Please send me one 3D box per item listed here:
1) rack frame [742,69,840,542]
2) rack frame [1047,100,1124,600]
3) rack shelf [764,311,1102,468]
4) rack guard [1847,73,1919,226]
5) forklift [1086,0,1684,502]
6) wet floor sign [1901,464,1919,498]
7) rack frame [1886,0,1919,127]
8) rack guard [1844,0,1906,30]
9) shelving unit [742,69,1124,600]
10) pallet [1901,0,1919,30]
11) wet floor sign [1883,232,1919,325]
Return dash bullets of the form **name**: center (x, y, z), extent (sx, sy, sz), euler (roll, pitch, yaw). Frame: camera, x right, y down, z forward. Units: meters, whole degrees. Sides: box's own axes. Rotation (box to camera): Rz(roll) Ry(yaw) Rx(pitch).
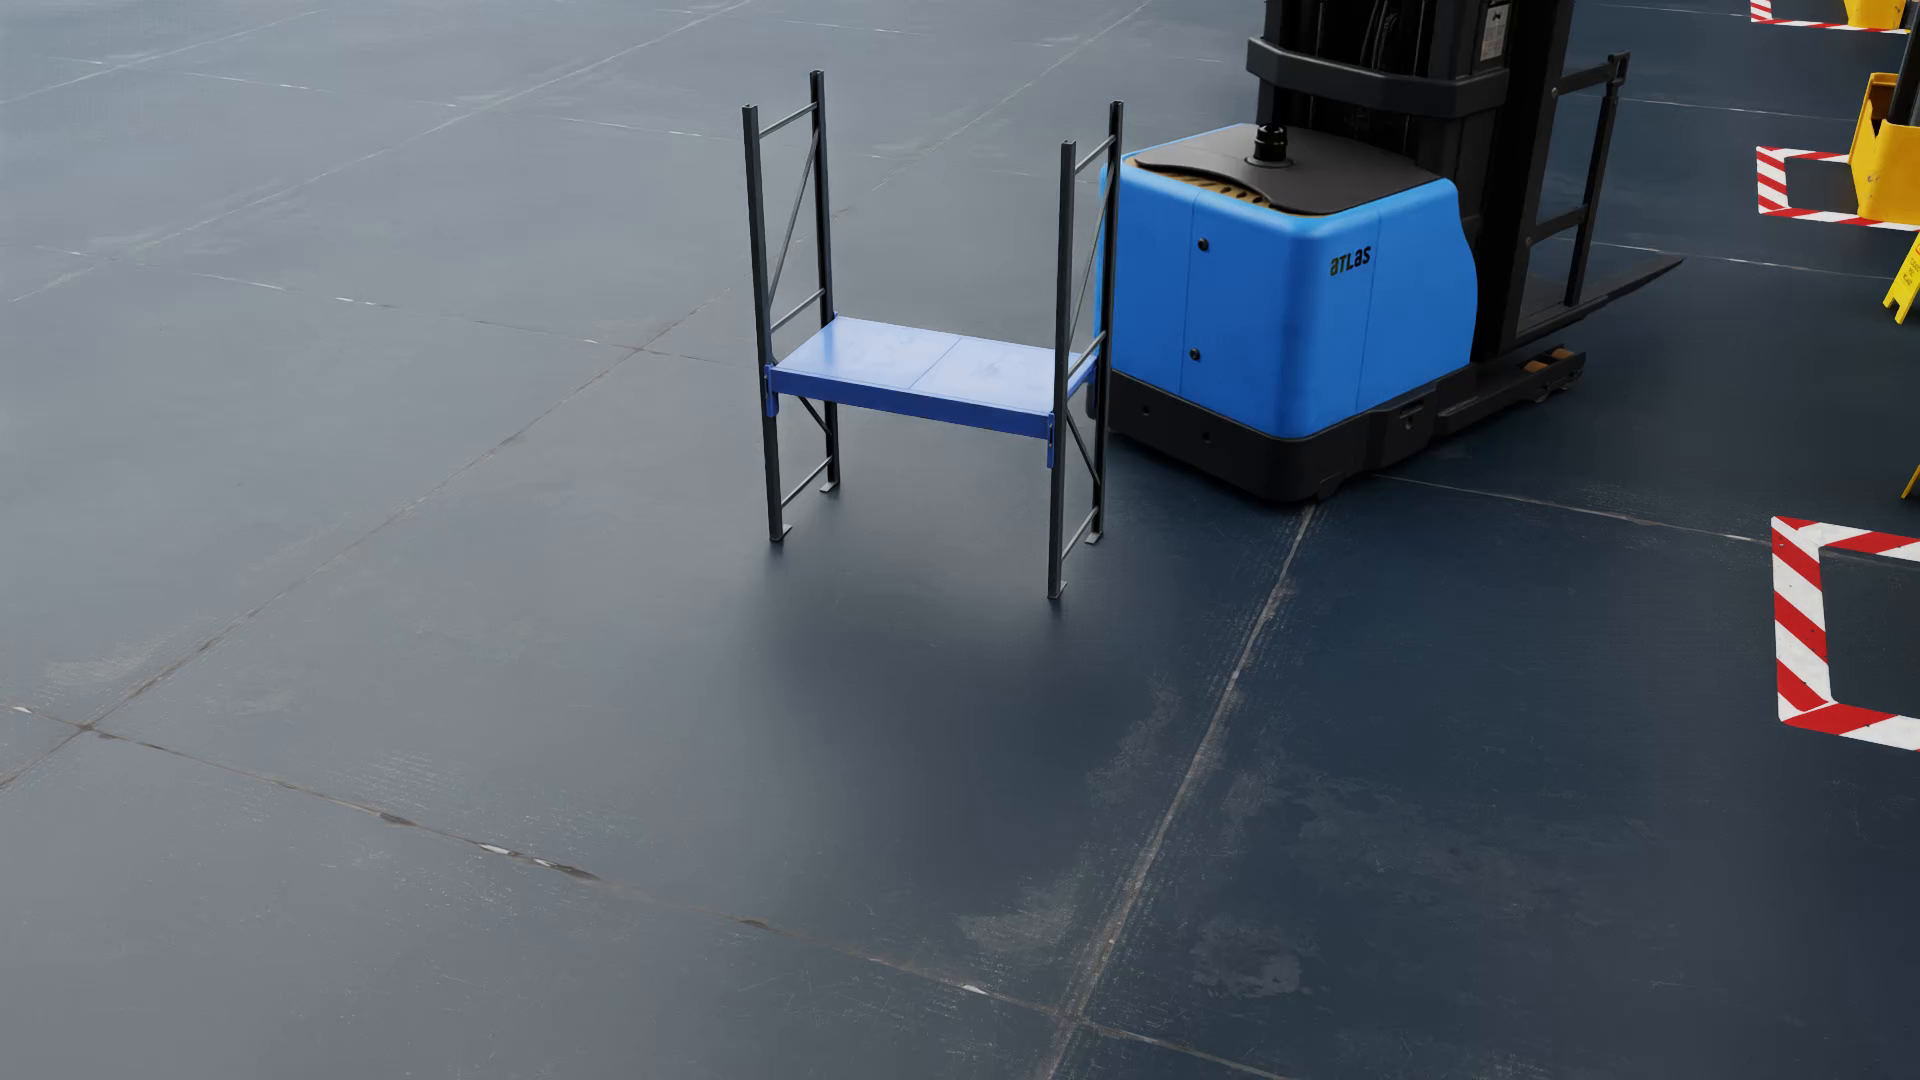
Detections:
- **rack frame**: center (-0.550, -0.763, 5.575), extent (0.032, 1.500, 0.500), euler (11, 31, 19)
- **rack frame**: center (0.392, -0.575, 5.242), extent (0.032, 1.500, 0.500), euler (11, 31, 19)
- **rack shelf**: center (-0.079, -0.512, 5.497), extent (1.000, 0.185, 0.538), euler (11, 31, 19)
- **rack guard**: center (5.100, -2.138, 9.024), extent (0.348, 0.500, 1.175), euler (11, 31, 19)
- **forklift**: center (1.936, -2.007, 6.322), extent (3.031, 2.935, 1.130), euler (-23, 37, -35)
- **wet floor sign**: center (3.581, -0.444, 5.880), extent (0.232, 0.644, 0.267), euler (24, 37, 36)
- **rack frame**: center (5.122, -3.222, 8.401), extent (0.127, 3.000, 1.000), euler (11, 31, 19)
- **rack guard**: center (7.151, -4.362, 12.959), extent (0.348, 0.500, 1.175), euler (11, 31, 19)
- **shelving unit**: center (-0.079, -0.669, 5.409), extent (1.048, 1.500, 0.538), euler (11, 31, 19)
- **pallet**: center (7.891, -4.070, 12.736), extent (1.213, 0.211, 1.003), euler (11, 31, 19)
- **wet floor sign**: center (4.351, -1.299, 7.393), extent (0.232, 0.644, 0.267), euler (6, 30, 11)
